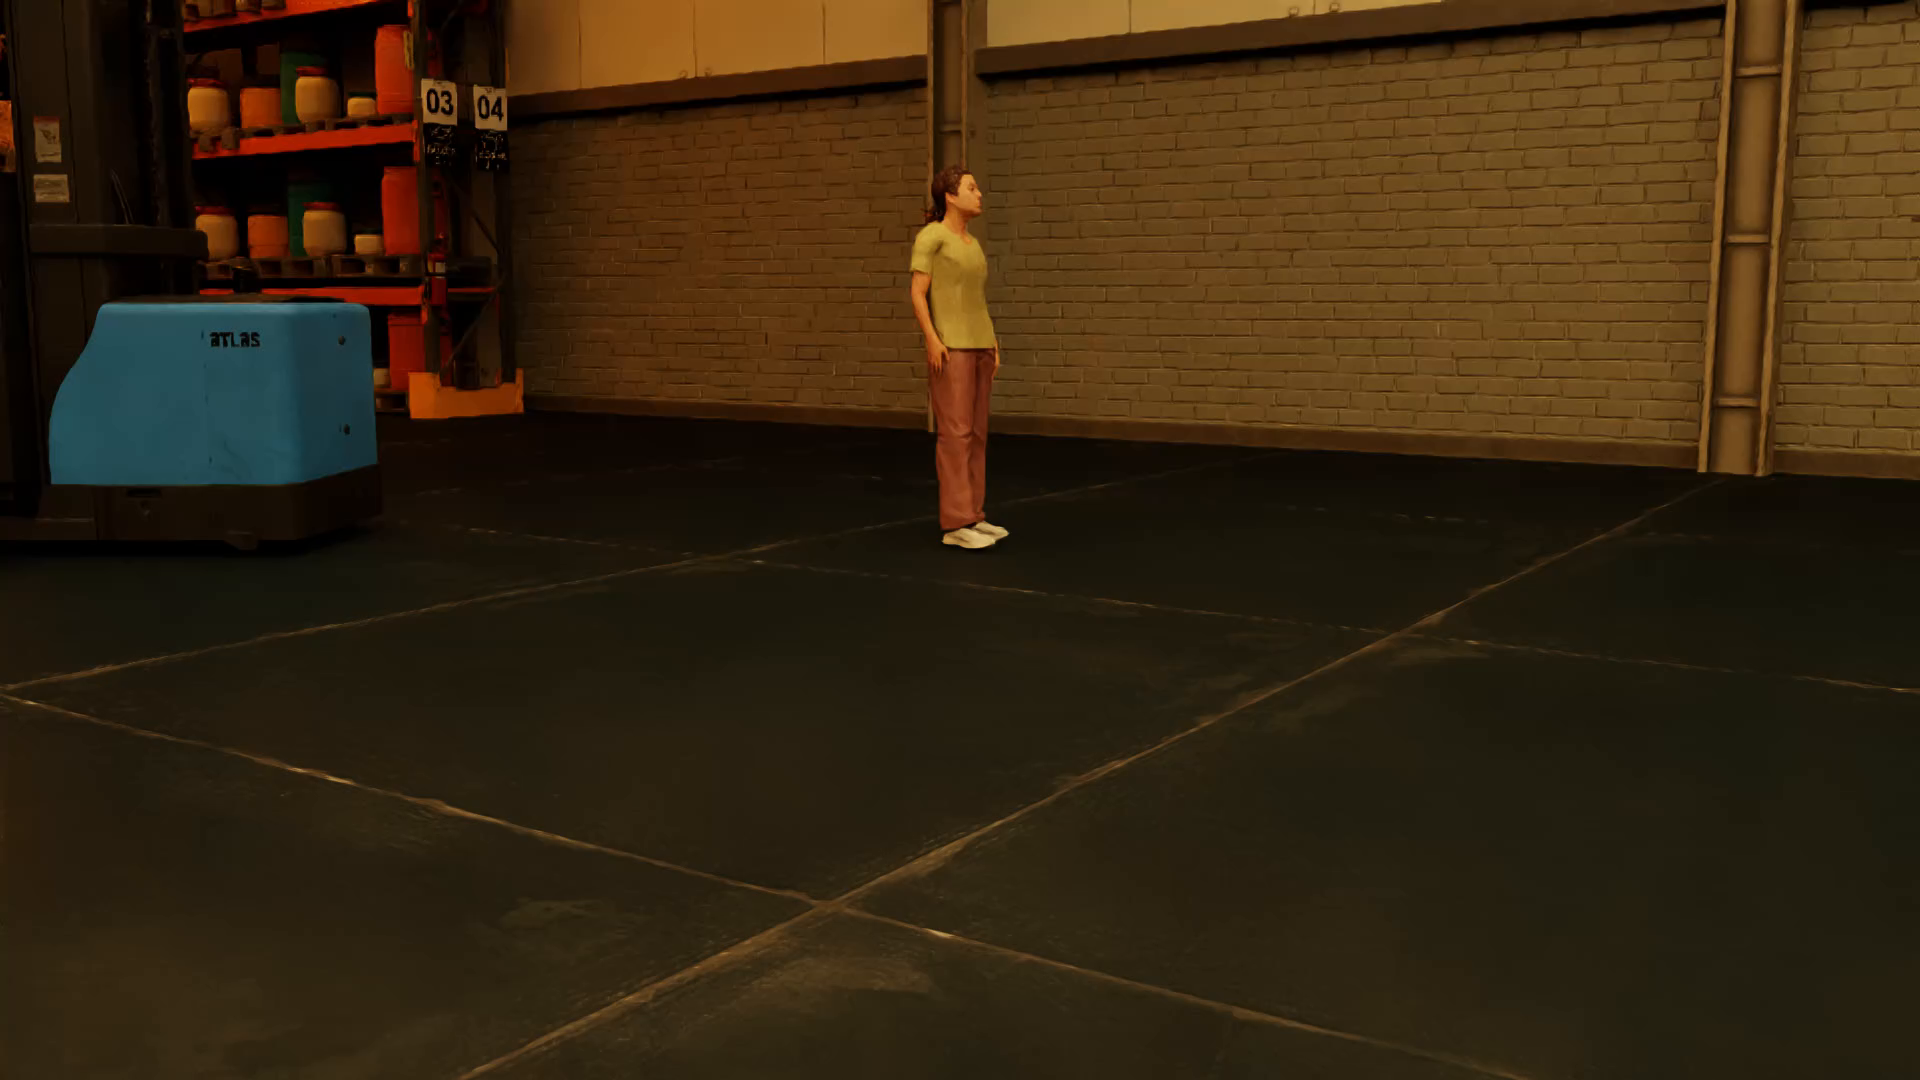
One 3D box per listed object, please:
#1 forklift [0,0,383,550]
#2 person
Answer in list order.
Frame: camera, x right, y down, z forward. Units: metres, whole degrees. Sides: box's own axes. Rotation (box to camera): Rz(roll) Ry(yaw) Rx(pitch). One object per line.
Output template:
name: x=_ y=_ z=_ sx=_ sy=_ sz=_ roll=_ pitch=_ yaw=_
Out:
forklift: x=-4.306 y=-1.455 z=7.426 sx=3.031 sy=2.935 sz=1.130 roll=0 pitch=8 yaw=1
person: x=0.055 y=-0.829 z=7.435 sx=0.548 sy=1.674 sz=0.554 roll=5 pitch=10 yaw=34
